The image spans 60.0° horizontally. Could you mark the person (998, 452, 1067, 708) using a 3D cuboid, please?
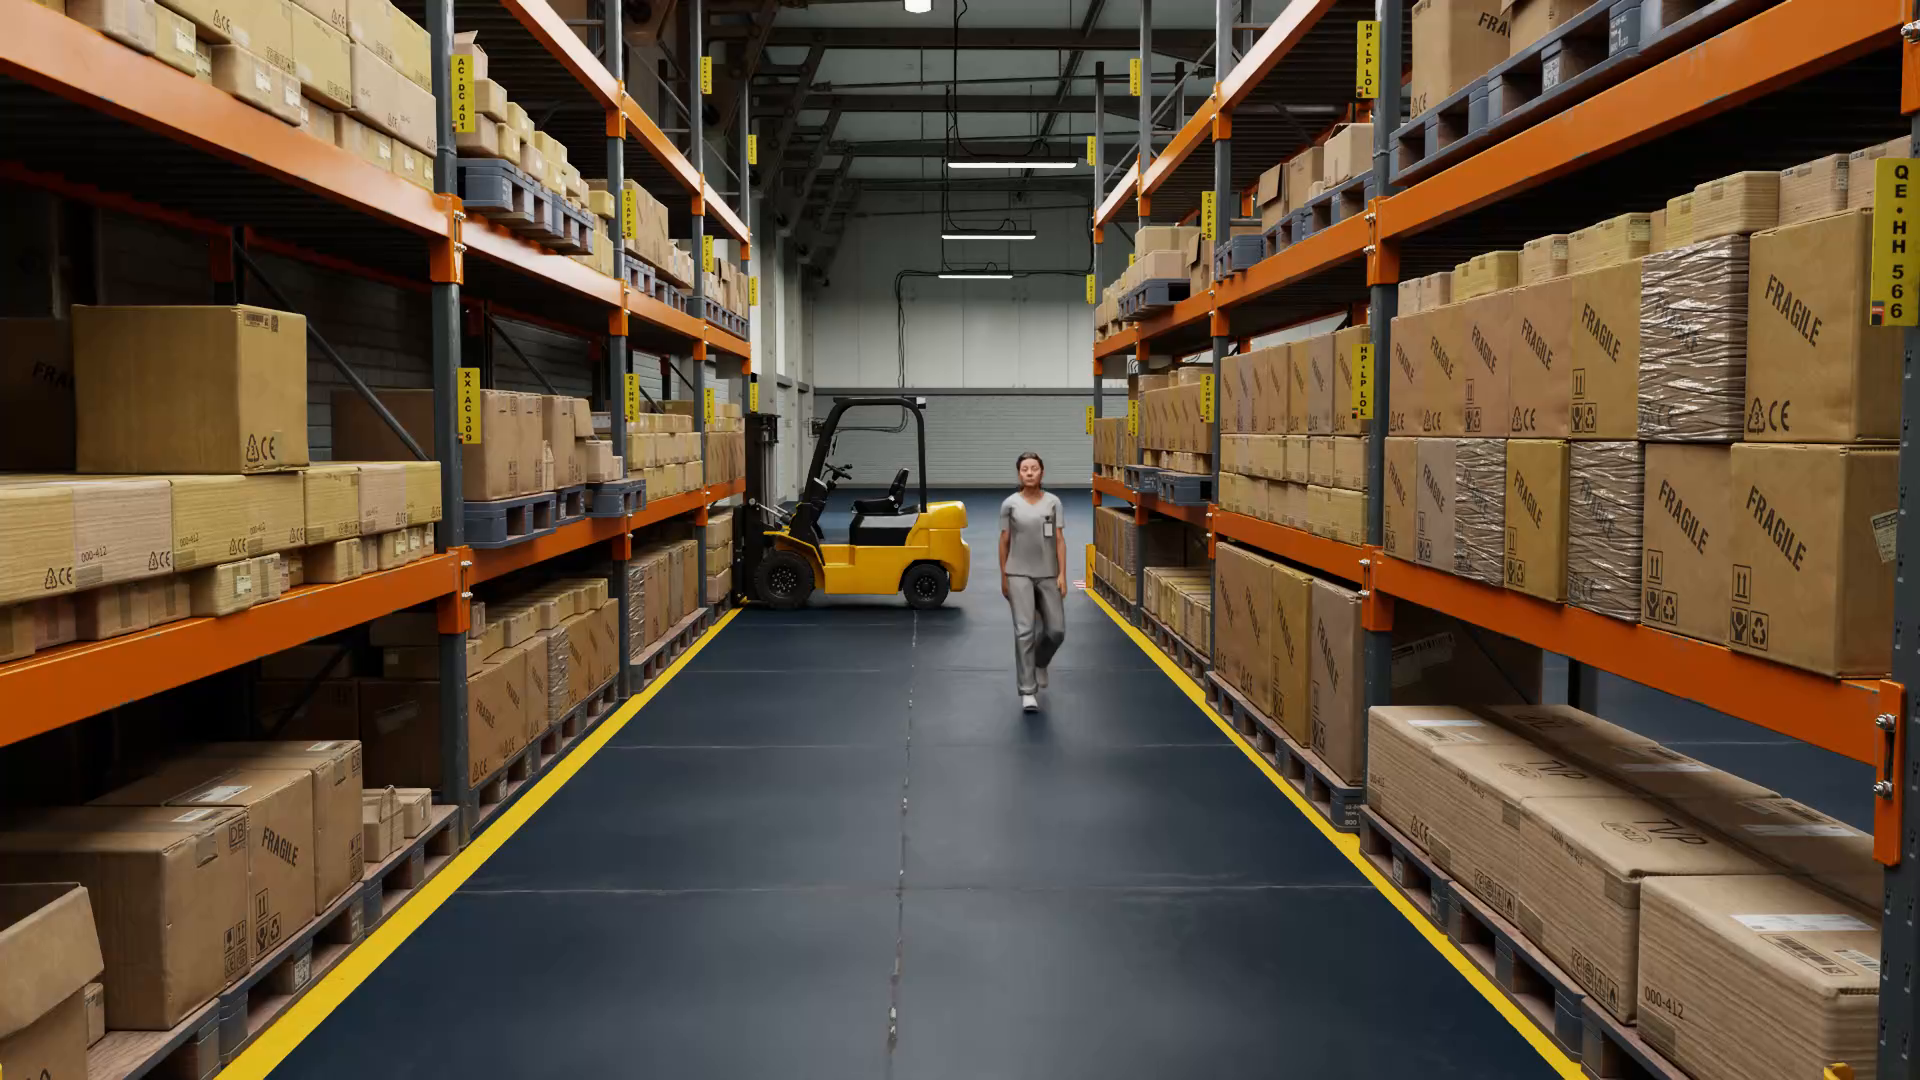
[{"bbox_3d":[0.472,0.249,10.972,0.445,1.653,0.667,0,4,-7],"label":"person"}]
